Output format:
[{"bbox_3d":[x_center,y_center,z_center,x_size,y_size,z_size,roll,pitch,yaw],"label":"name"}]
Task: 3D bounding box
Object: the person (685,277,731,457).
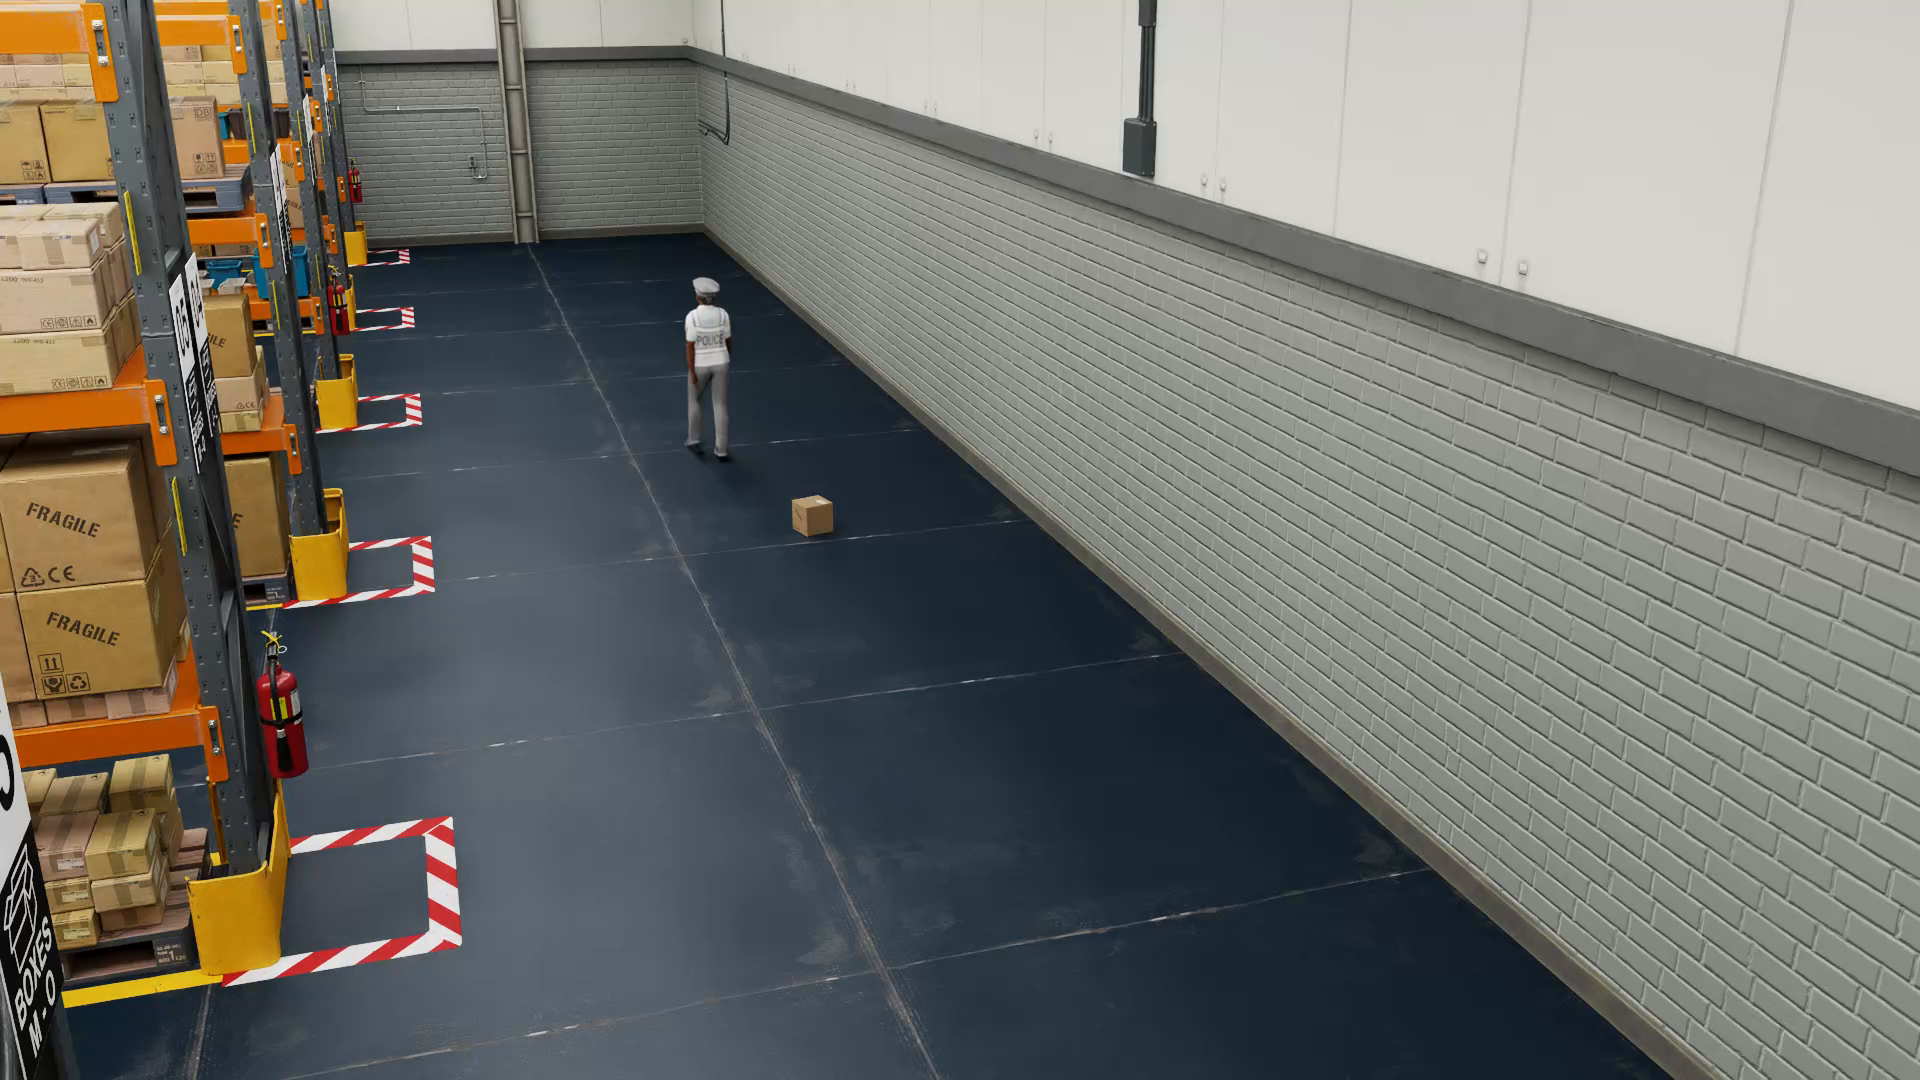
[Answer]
[{"bbox_3d":[-2.377,-1.633,15.681,0.464,1.708,0.781,-7,21,-20],"label":"person"}]
